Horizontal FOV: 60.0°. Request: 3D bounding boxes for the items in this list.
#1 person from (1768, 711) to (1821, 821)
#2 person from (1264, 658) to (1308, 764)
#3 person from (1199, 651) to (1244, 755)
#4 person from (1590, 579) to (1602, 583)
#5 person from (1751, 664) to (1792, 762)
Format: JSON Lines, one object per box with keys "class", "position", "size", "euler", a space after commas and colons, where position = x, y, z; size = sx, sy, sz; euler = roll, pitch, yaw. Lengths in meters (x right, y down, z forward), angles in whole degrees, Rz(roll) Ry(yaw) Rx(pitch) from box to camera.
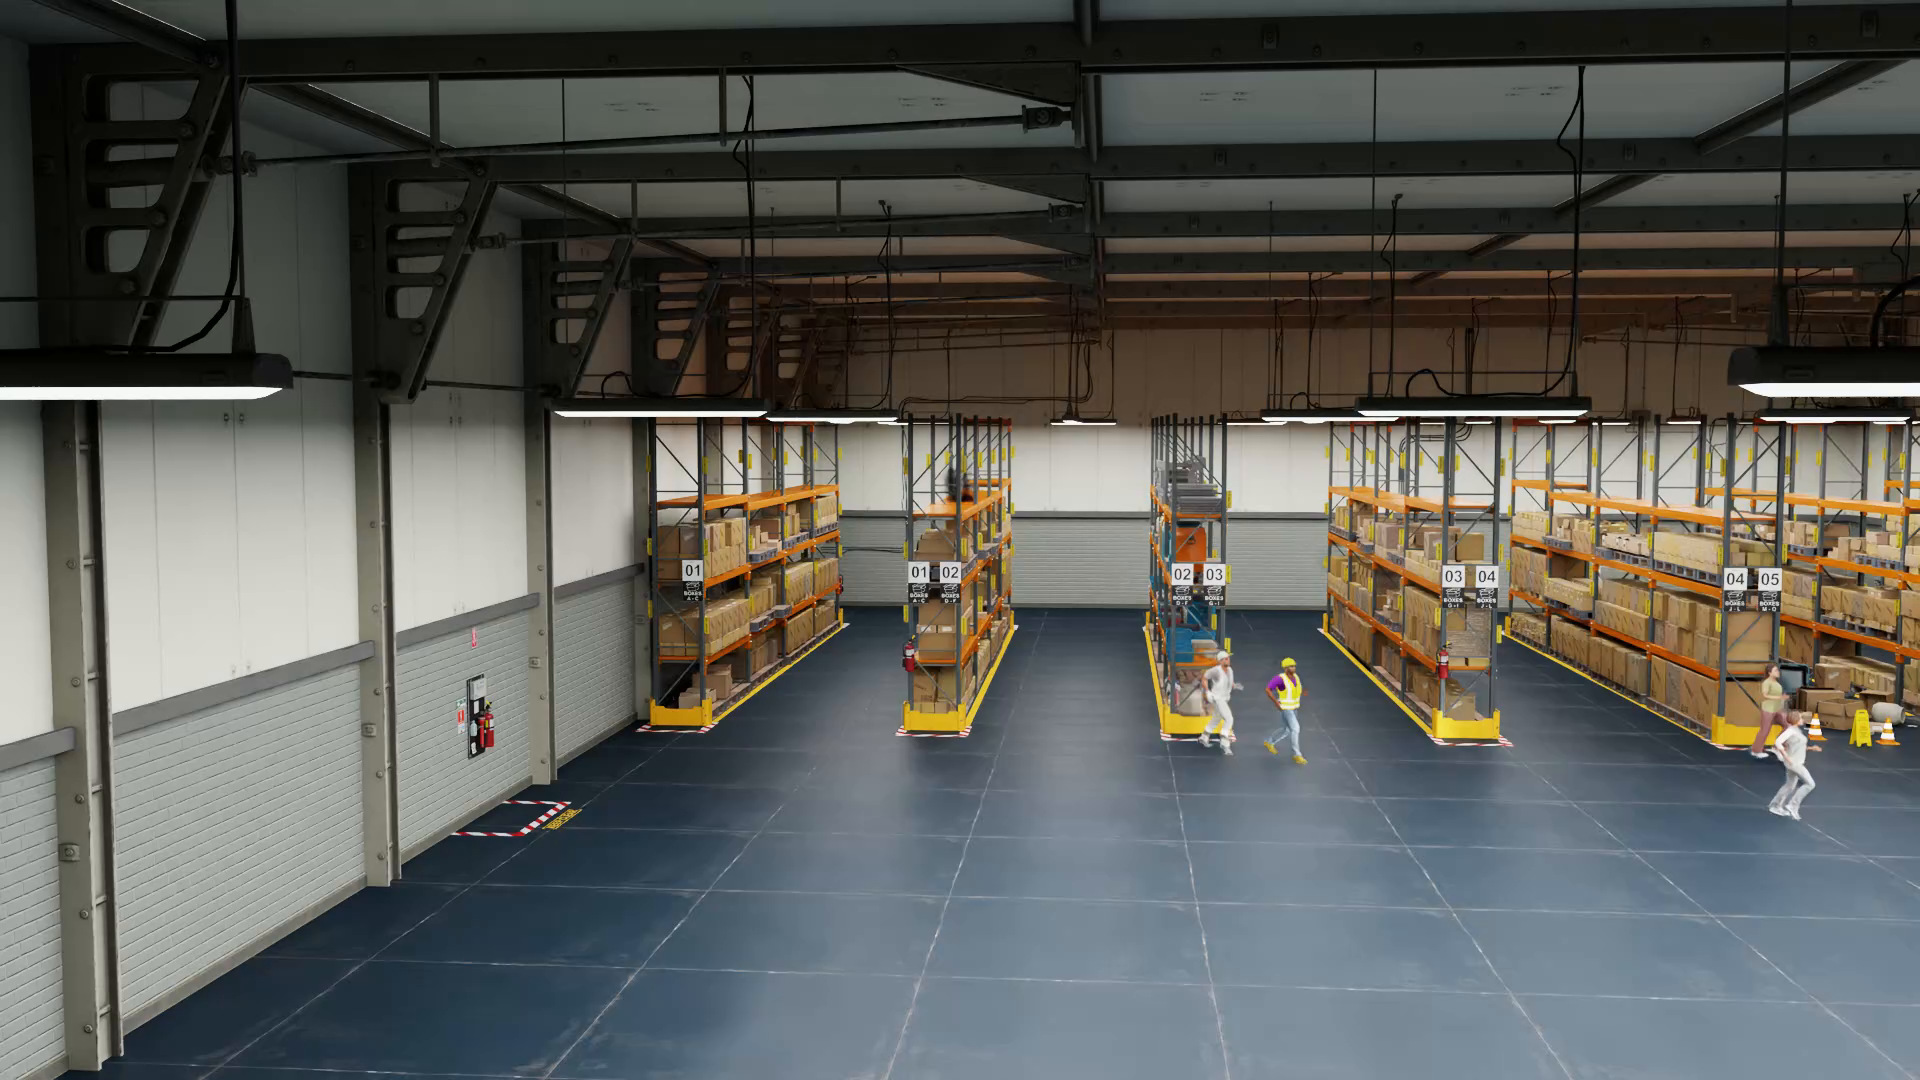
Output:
{"class": "person", "position": [12.189, 3.287, 24.268], "size": [0.667, 1.597, 0.505], "euler": [2, 4, 28]}
{"class": "person", "position": [5.641, 2.910, 28.624], "size": [0.916, 1.782, 0.681], "euler": [4, 5, 44]}
{"class": "person", "position": [4.592, 2.859, 29.377], "size": [0.846, 1.824, 0.614], "euler": [3, 5, 40]}
{"class": "person", "position": [18.071, 1.674, 47.225], "size": [0.904, 1.776, 0.670], "euler": [1, 4, 7]}
{"class": "person", "position": [13.953, 2.967, 28.565], "size": [0.585, 1.685, 0.682], "euler": [-2, 5, -32]}
